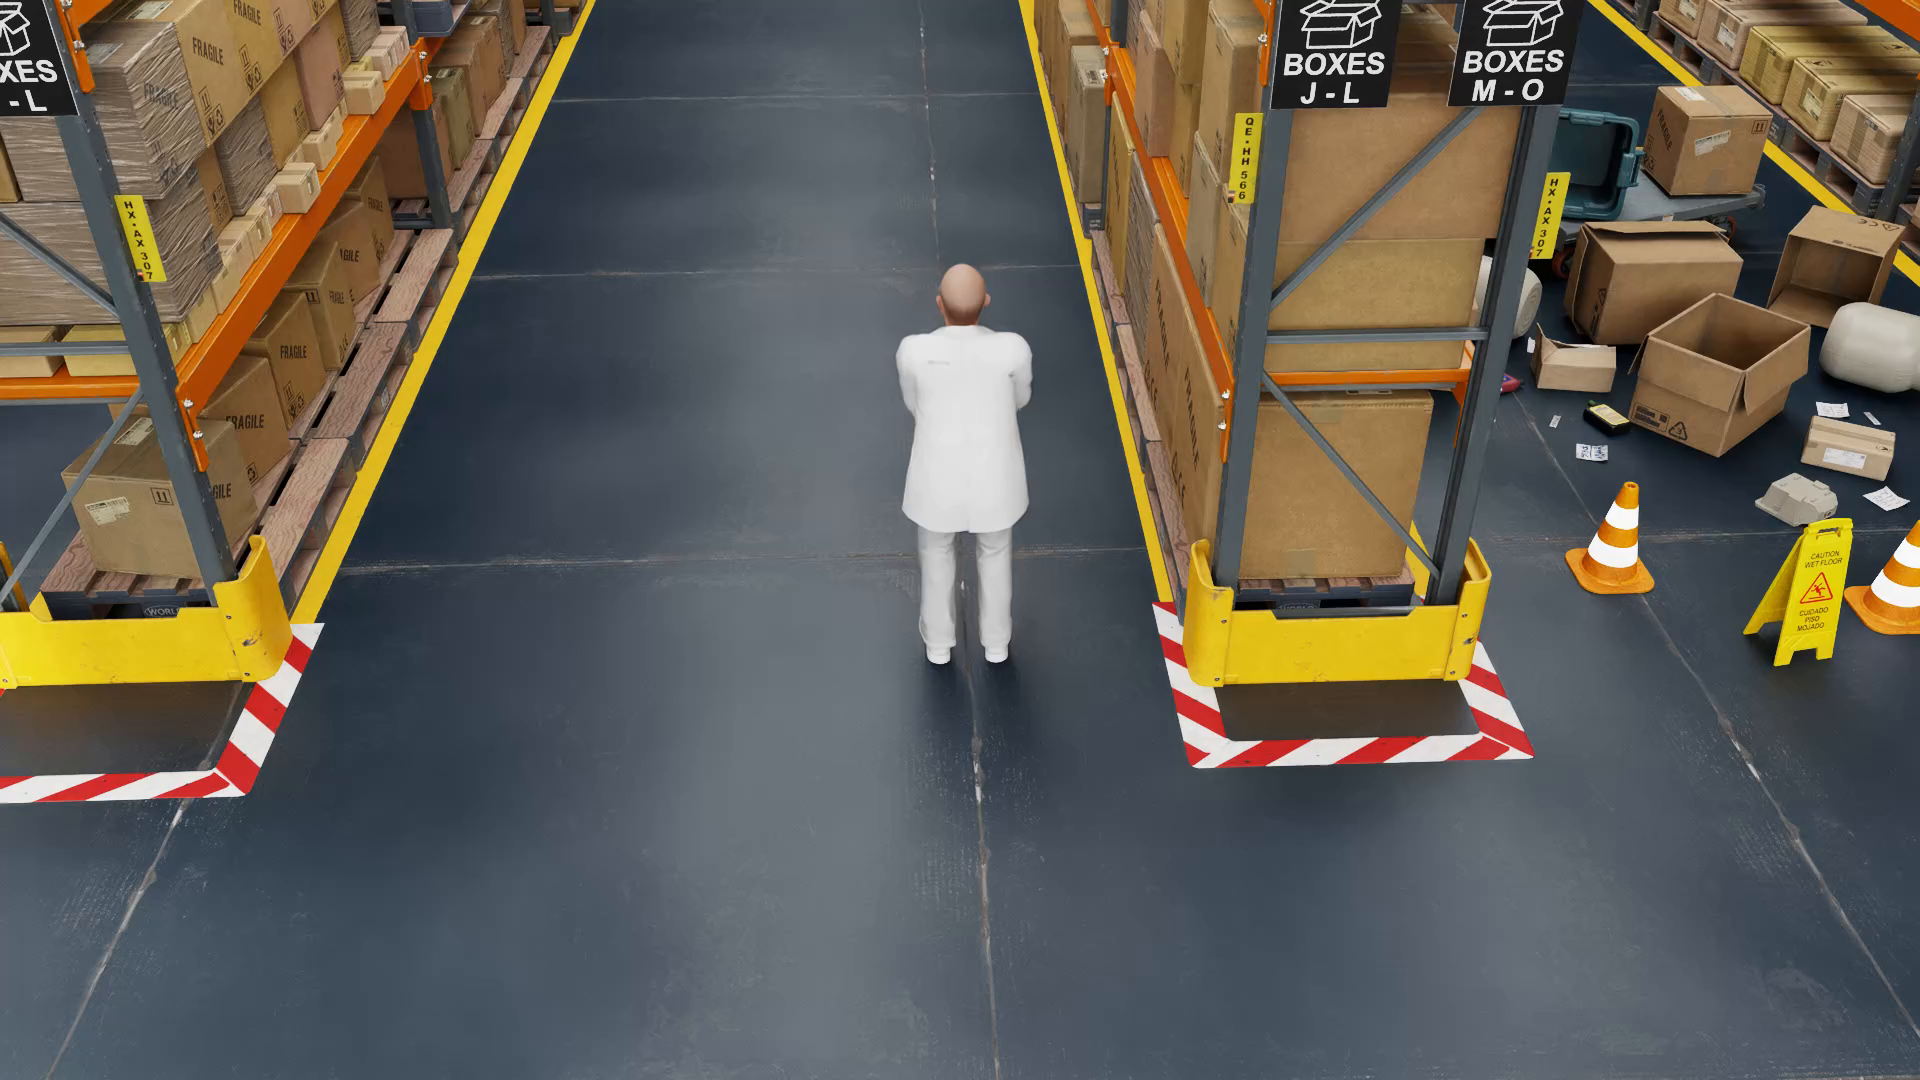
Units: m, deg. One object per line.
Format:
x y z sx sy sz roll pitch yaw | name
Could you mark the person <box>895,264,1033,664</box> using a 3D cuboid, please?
0.014 -0.347 6.661 0.525 1.777 0.543 -1 35 -2 | person
